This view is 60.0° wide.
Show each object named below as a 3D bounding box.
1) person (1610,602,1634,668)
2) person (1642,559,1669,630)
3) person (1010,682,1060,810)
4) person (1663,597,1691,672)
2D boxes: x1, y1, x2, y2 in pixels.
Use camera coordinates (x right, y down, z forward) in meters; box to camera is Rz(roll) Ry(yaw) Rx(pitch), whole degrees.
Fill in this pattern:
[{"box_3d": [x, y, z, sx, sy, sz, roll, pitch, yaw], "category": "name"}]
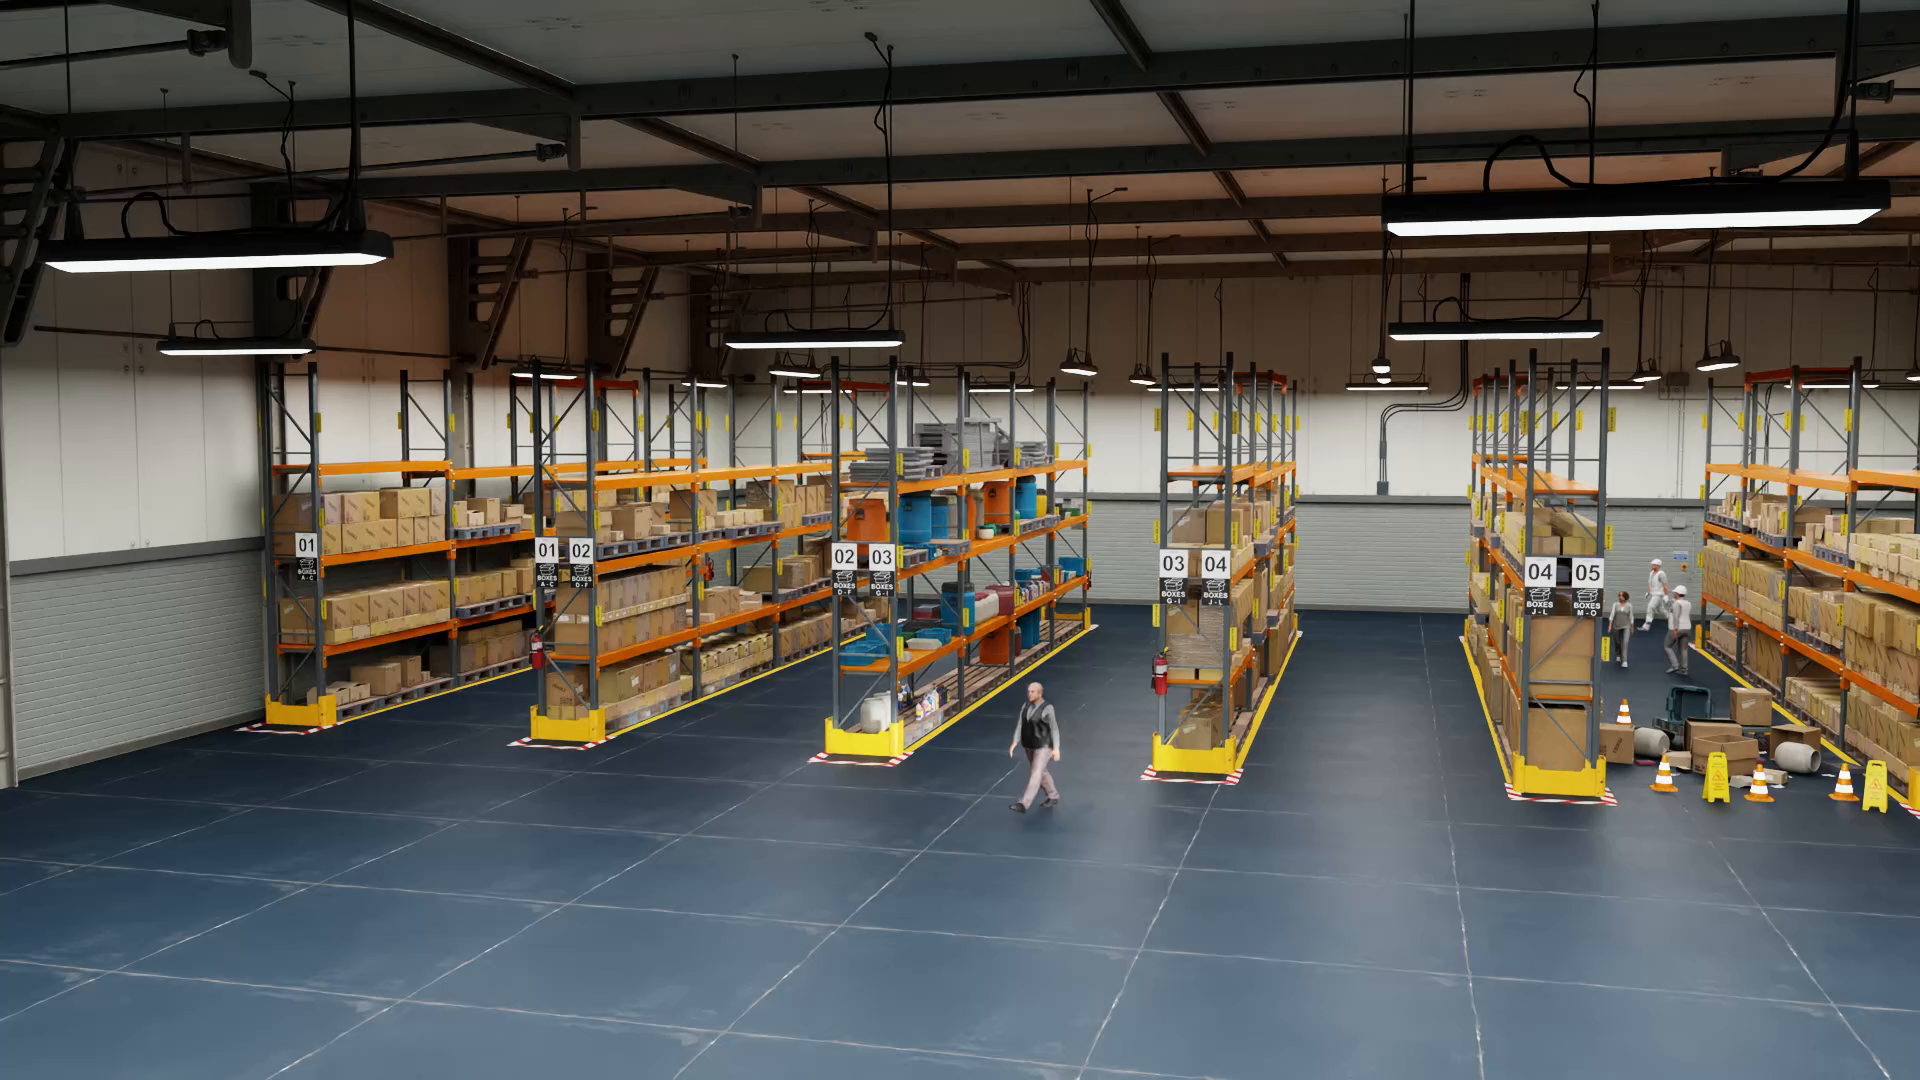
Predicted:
[{"box_3d": [13.598, 1.929, 34.194, 0.467, 1.293, 0.952, 1, 4, 20], "category": "person"}, {"box_3d": [16.792, 1.298, 39.857, 0.869, 1.700, 0.527, 0, 4, 2], "category": "person"}, {"box_3d": [0.985, 2.611, 21.321, 0.895, 1.585, 0.561, -3, 5, -39], "category": "person"}, {"box_3d": [14.283, 1.865, 33.008, 0.460, 1.476, 0.522, -1, 4, -17], "category": "person"}]
